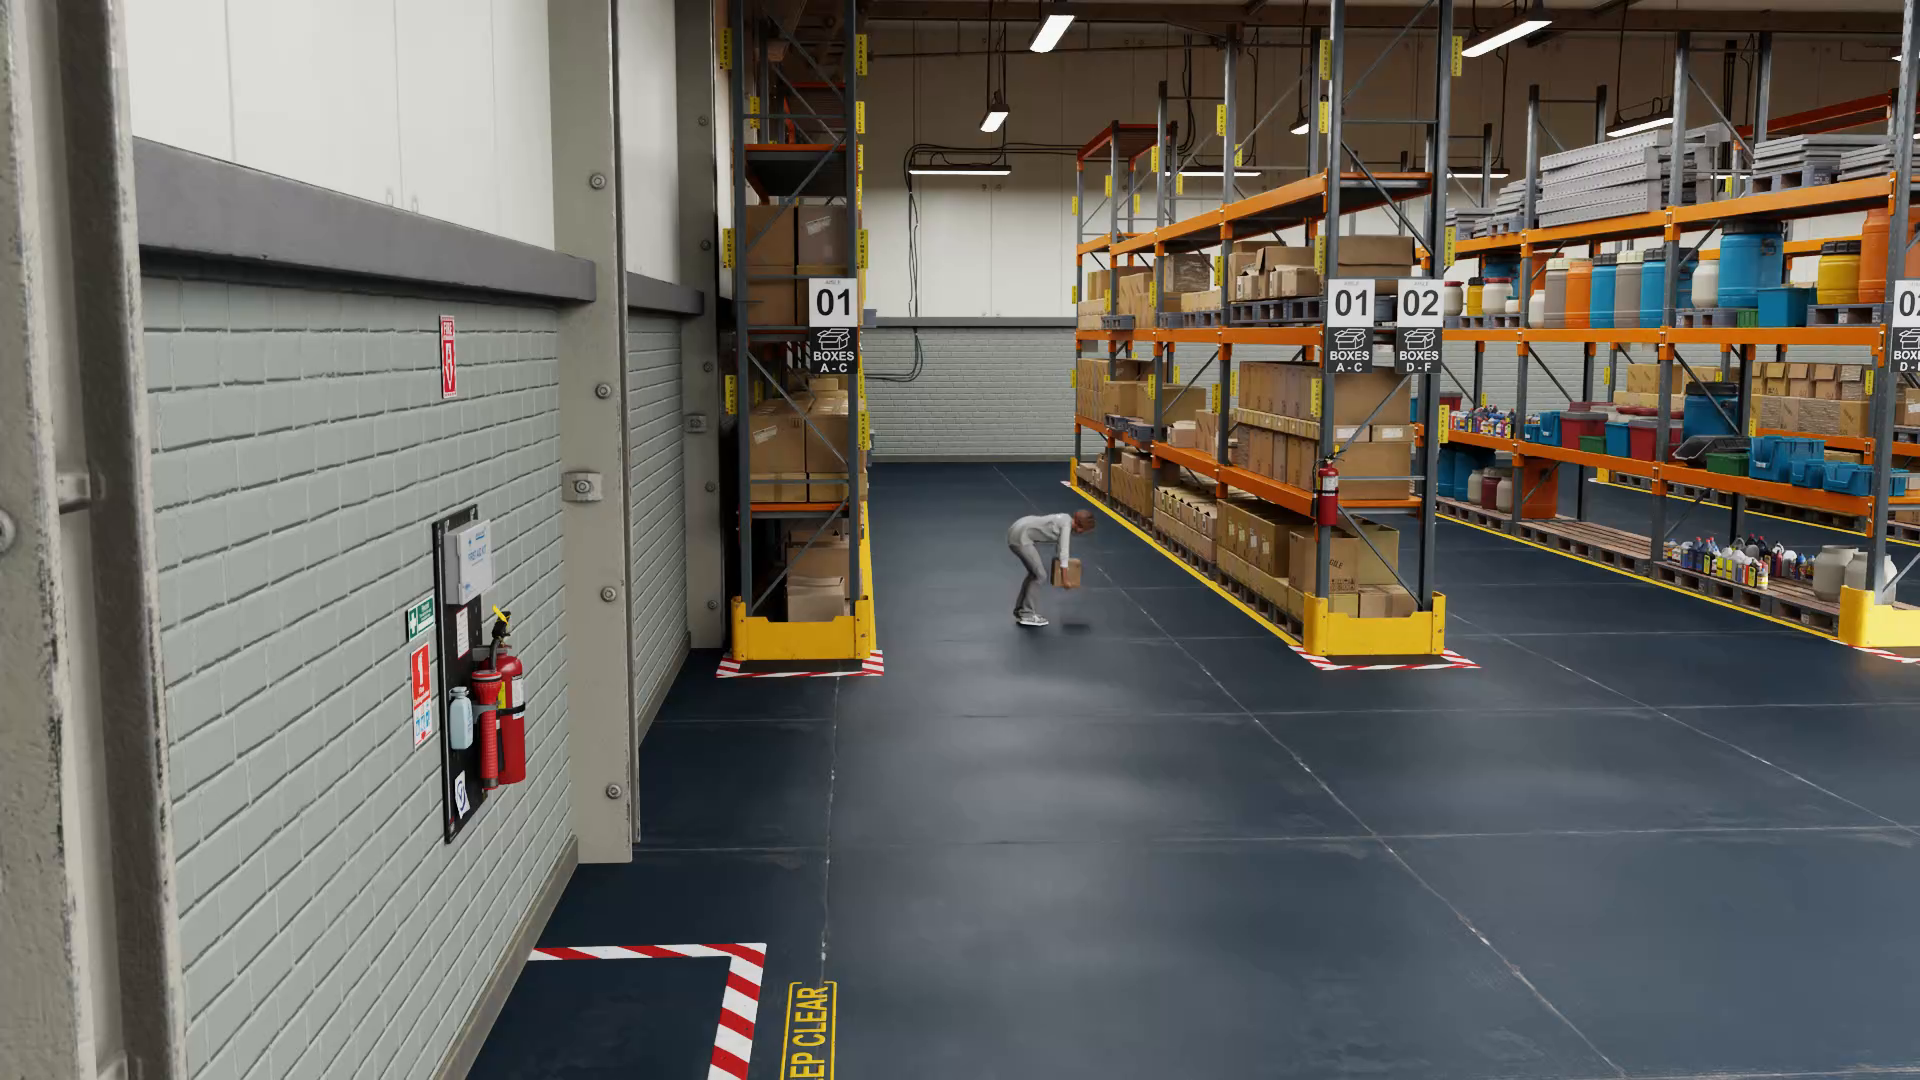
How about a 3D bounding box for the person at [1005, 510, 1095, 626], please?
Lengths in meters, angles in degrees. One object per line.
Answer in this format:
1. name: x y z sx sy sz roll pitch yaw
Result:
1. person: 0.859 0.258 15.801 0.858 1.088 0.384 -1 7 -6
